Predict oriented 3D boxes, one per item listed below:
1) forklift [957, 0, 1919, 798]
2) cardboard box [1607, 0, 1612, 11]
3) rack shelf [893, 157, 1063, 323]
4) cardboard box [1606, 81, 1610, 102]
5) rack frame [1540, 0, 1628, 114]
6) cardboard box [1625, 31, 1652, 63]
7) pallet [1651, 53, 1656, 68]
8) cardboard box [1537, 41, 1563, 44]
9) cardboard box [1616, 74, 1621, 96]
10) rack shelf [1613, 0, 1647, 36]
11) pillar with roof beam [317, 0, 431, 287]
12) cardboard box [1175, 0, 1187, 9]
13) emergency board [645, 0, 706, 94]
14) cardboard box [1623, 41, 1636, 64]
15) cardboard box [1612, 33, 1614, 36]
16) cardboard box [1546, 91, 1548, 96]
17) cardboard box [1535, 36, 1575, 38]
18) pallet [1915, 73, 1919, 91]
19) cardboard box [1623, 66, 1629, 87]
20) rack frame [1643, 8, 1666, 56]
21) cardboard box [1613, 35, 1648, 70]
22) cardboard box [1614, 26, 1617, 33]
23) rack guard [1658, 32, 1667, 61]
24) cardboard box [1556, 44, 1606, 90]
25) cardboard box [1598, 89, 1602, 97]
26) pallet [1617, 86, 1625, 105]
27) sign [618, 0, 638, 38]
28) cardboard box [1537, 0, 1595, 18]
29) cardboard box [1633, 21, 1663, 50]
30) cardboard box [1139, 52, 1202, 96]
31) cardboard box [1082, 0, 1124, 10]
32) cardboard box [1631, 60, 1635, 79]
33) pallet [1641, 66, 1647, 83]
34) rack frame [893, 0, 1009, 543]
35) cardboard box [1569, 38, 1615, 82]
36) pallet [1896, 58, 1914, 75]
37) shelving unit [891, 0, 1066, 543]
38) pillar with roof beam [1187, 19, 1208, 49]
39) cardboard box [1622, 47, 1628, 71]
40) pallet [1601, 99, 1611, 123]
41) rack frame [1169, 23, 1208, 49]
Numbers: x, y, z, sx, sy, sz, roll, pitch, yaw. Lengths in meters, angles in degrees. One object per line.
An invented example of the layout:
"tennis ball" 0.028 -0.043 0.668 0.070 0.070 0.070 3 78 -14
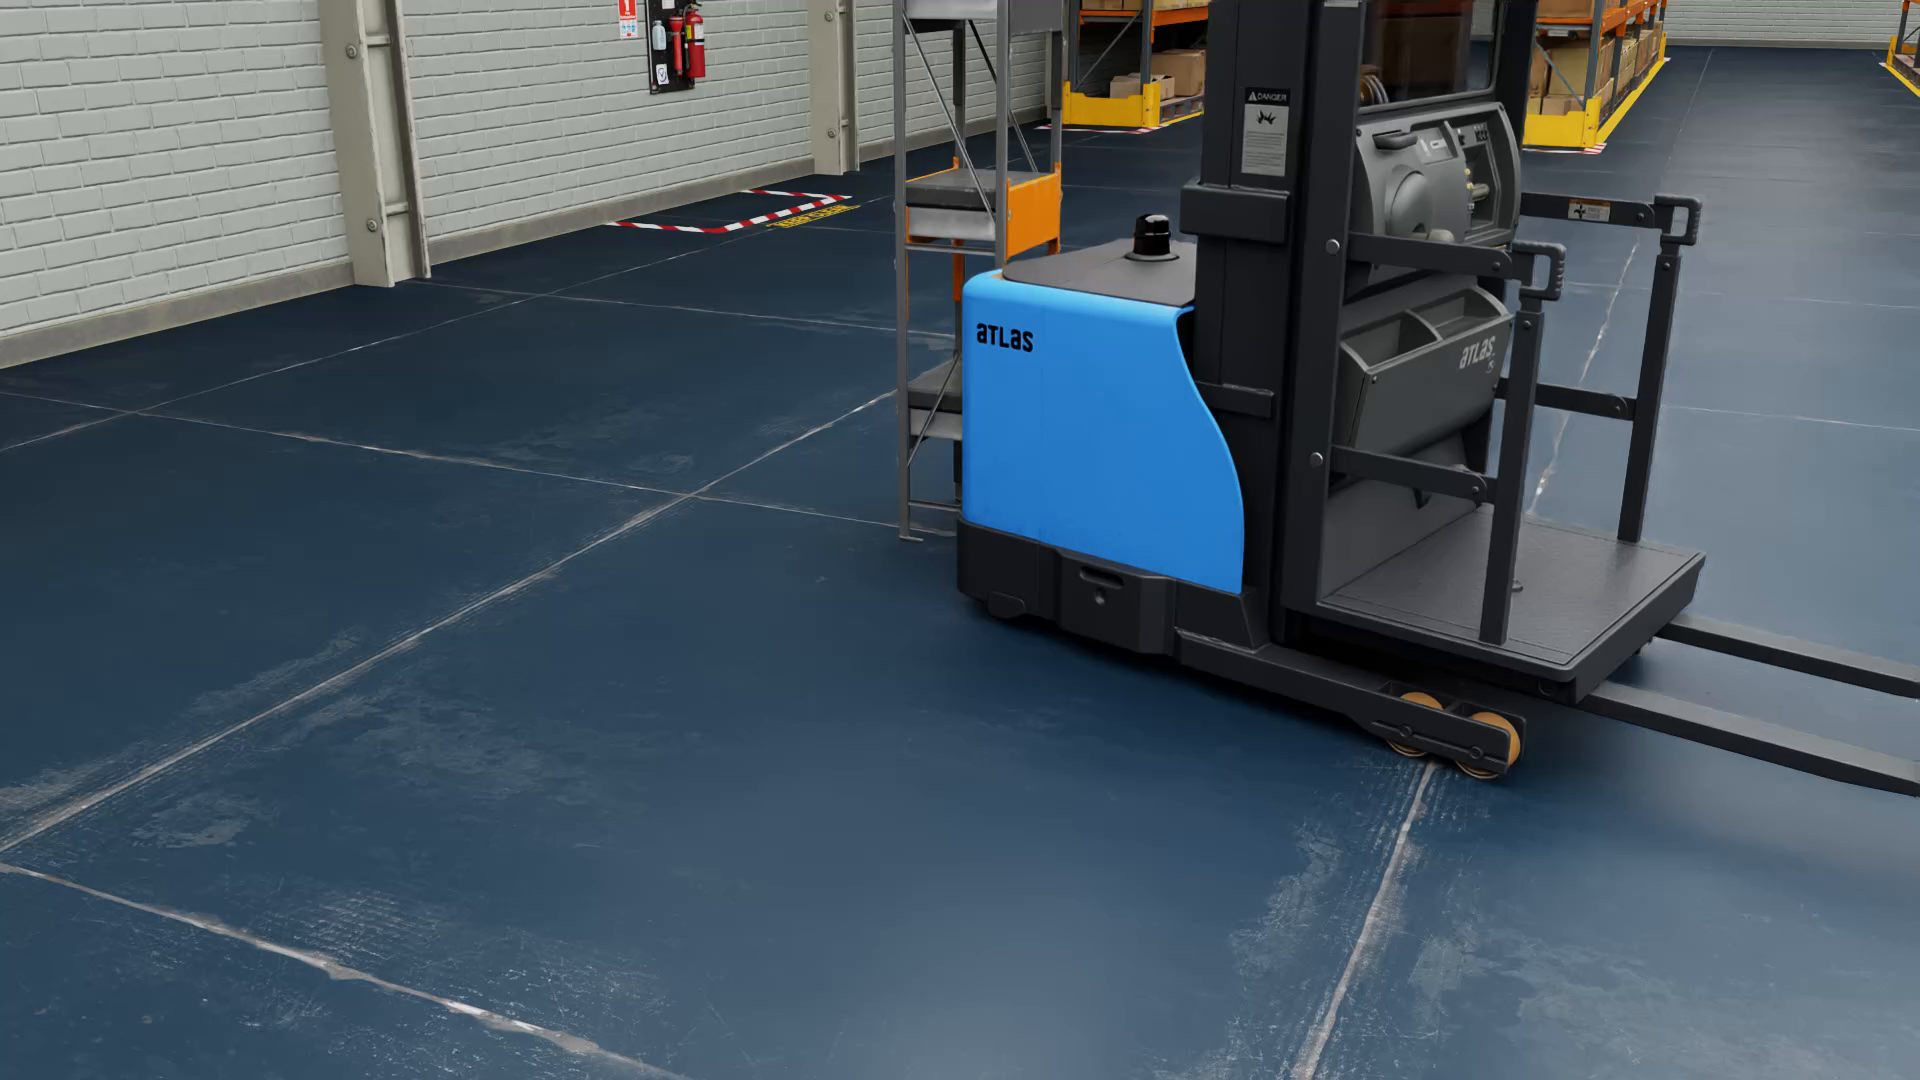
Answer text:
"forklift" 1.447 -0.970 4.322 3.031 2.935 1.130 16 25 37
"cardboard box" 7.551 -6.706 20.200 0.700 0.500 0.500 8 21 22
"rack shelf" 0.068 -1.027 5.764 0.431 0.518 0.480 9 21 23
"cardboard box" 7.733 -5.537 20.538 0.500 0.250 0.500 9 21 23
"rack frame" 7.937 -6.958 21.057 1.000 3.000 0.127 9 21 23
"cardboard box" 11.063 -8.093 27.322 0.500 0.500 0.500 9 21 23
"pallet" 11.994 -8.673 30.043 1.003 0.211 1.213 9 21 23
"cardboard box" 6.850 -5.656 19.753 0.500 0.500 0.500 9 21 23
"cardboard box" 8.329 -5.949 21.698 0.500 0.250 0.500 8 21 21
"rack shelf" 8.756 -7.230 22.896 1.077 0.370 4.000 9 21 23
"pillar with roof beam" 0.290 -5.314 7.481 9.100 9.000 0.400 9 21 23
"cardboard box" 2.468 -6.619 20.297 0.500 0.250 0.500 8 21 21
"emergency board" -2.228 -4.162 13.195 0.194 1.169 0.643 9 21 23
"cardboard box" 9.379 -6.993 23.797 0.500 0.311 0.500 8 21 22
"cardboard box" 10.166 -7.848 26.633 0.500 0.500 0.500 8 21 21
"cardboard box" 6.443 -4.996 19.018 0.500 0.250 0.500 9 21 23
"cardboard box" 7.462 -6.115 21.044 0.500 0.500 0.500 9 21 23
"pallet" 14.879 -6.804 24.787 1.003 0.211 1.213 9 21 23
"cardboard box" 8.958 -6.420 23.020 0.500 0.250 0.500 9 21 24
"rack frame" 12.851 -10.626 31.372 1.000 3.000 0.127 9 21 23
"cardboard box" 10.442 -7.624 26.002 0.500 0.500 0.500 8 21 22
"cardboard box" 10.383 -8.366 26.971 0.500 0.250 0.500 9 21 23
"rack guard" 12.820 -9.425 31.725 1.175 0.500 0.348 9 21 23
"cardboard box" 7.118 -5.432 19.123 0.500 0.500 0.500 9 21 23
"cardboard box" 7.129 -5.077 19.245 0.500 0.250 0.500 9 21 23
"pallet" 8.702 -6.249 23.225 1.003 0.211 1.213 9 21 23
"sign" -2.548 -4.024 12.753 0.001 0.329 0.234 9 21 23
"cardboard box" 6.502 -5.923 17.998 0.700 0.500 0.500 9 21 23
"cardboard box" 12.853 -9.456 31.154 0.500 0.500 0.500 9 21 23
"cardboard box" 2.724 -6.034 21.533 0.700 0.500 0.500 7 21 19
"cardboard box" 1.793 -6.522 20.025 0.500 0.250 0.500 9 21 23
"cardboard box" 9.582 -6.889 24.339 0.500 0.250 0.500 9 22 24
"pallet" 10.417 -7.461 26.634 1.003 0.211 1.213 9 21 23
"rack frame" -0.032 -0.965 5.550 0.400 2.100 0.015 9 21 23
"cardboard box" 7.732 -5.890 20.413 0.500 0.500 0.500 9 21 23
"pallet" 16.495 -8.013 28.186 1.003 0.211 1.213 9 21 23
"shelving unit" 0.068 -1.040 5.759 0.431 2.100 0.503 9 21 23
"pillar with roof beam" 7.661 -10.816 22.953 9.100 9.000 0.400 9 21 23
"cardboard box" 8.755 -6.527 22.486 0.500 0.311 0.500 8 21 21
"pallet" 7.574 -5.407 20.856 1.003 0.211 1.213 9 21 23
"rack frame" 3.417 -7.636 22.965 1.000 3.000 0.127 9 21 23
